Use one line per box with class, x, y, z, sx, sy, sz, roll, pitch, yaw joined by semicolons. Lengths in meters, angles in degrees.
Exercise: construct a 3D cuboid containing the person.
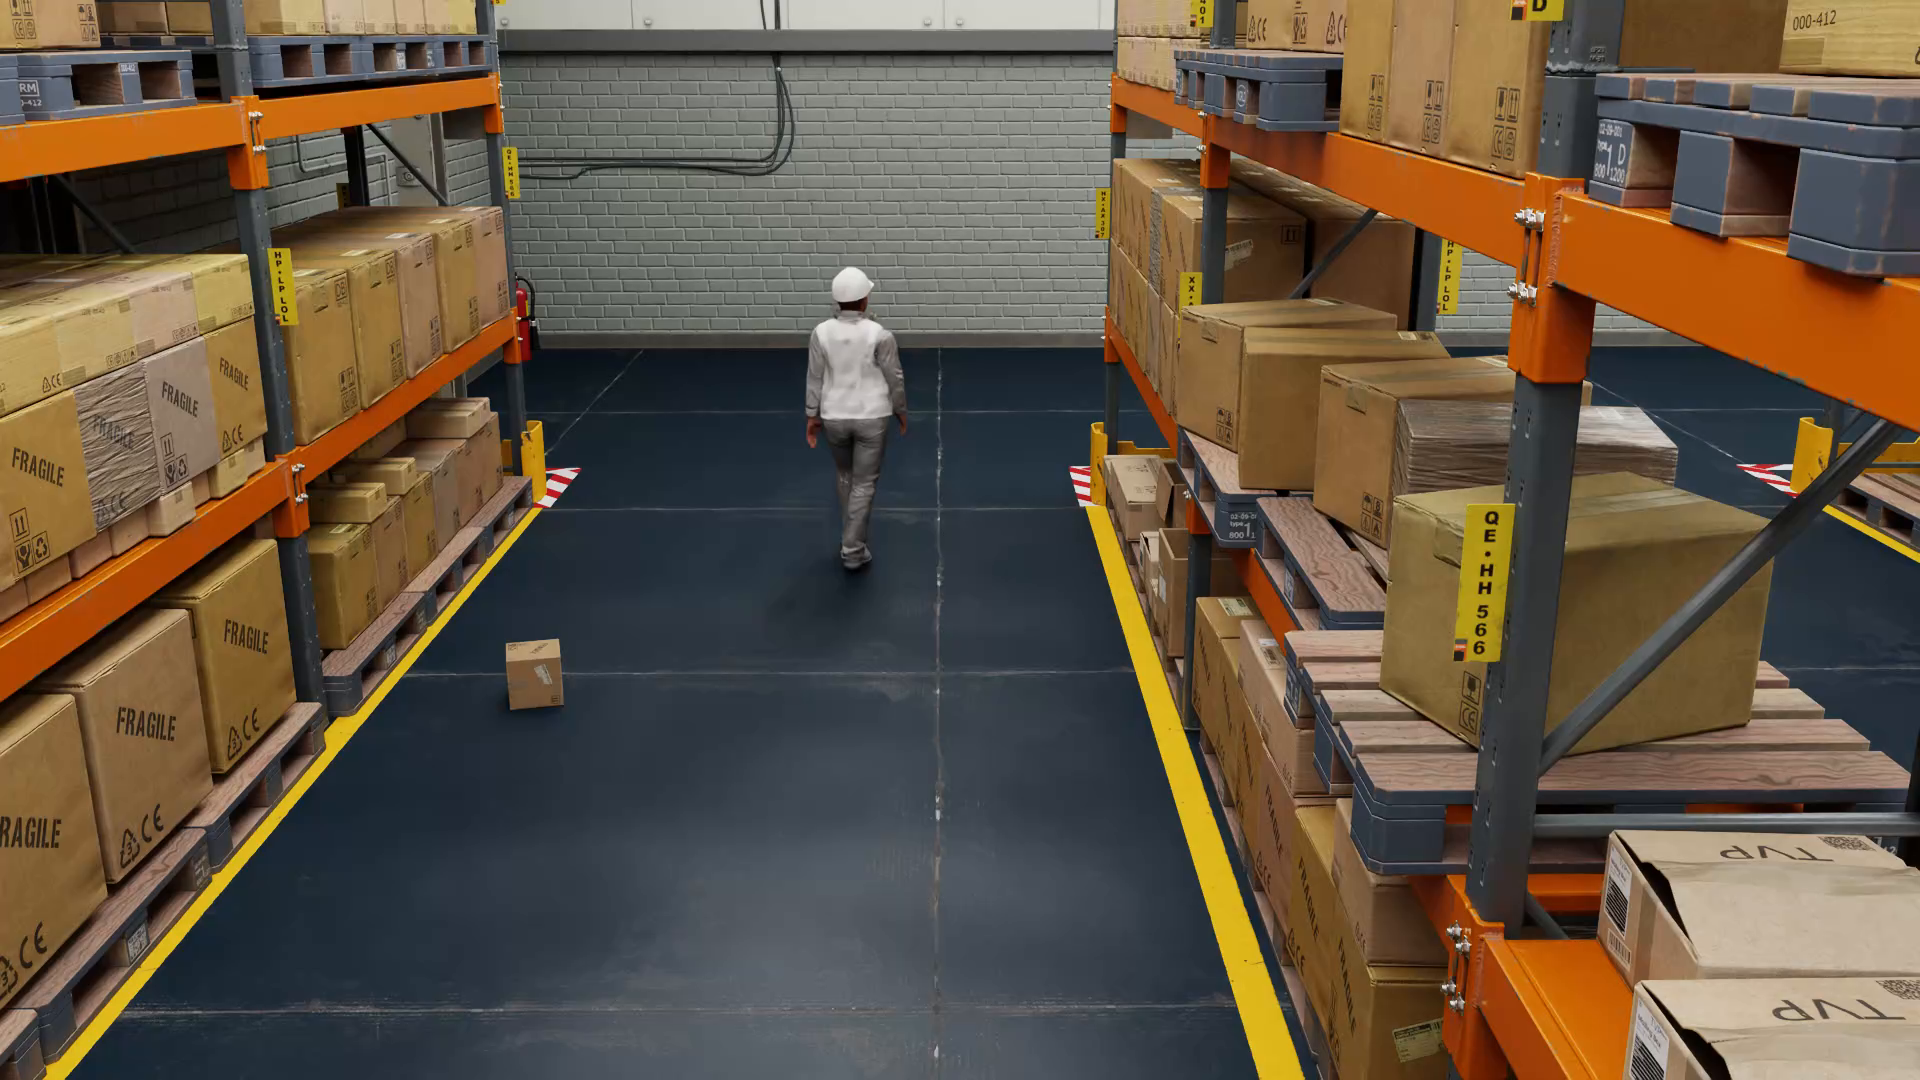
person;-0.592;-0.706;9.861;0.571;1.831;0.667;5;18;16
